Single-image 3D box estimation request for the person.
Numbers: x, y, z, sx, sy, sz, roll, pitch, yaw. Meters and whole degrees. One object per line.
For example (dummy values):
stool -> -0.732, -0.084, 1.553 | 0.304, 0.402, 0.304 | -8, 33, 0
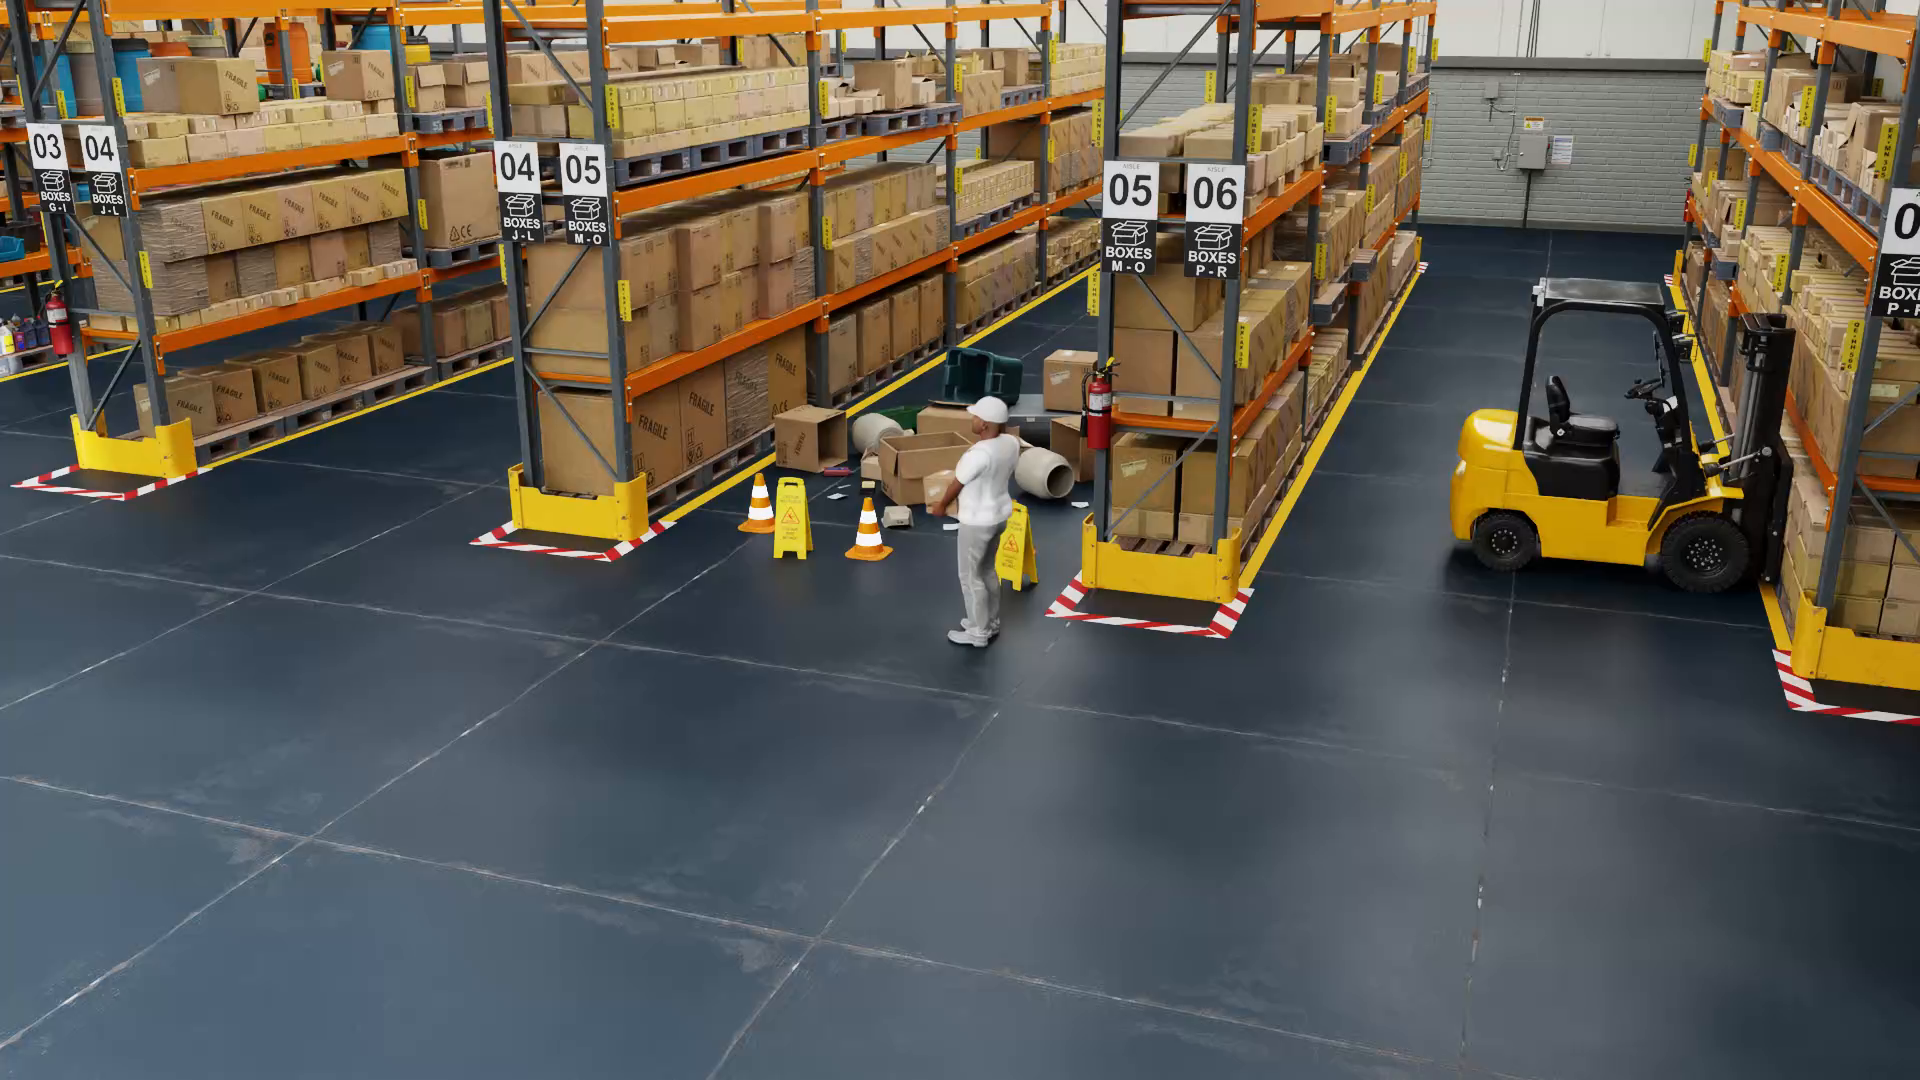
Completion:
person -> 0.073, -0.153, 11.490 | 0.587, 1.760, 0.503 | 11, 21, 30
